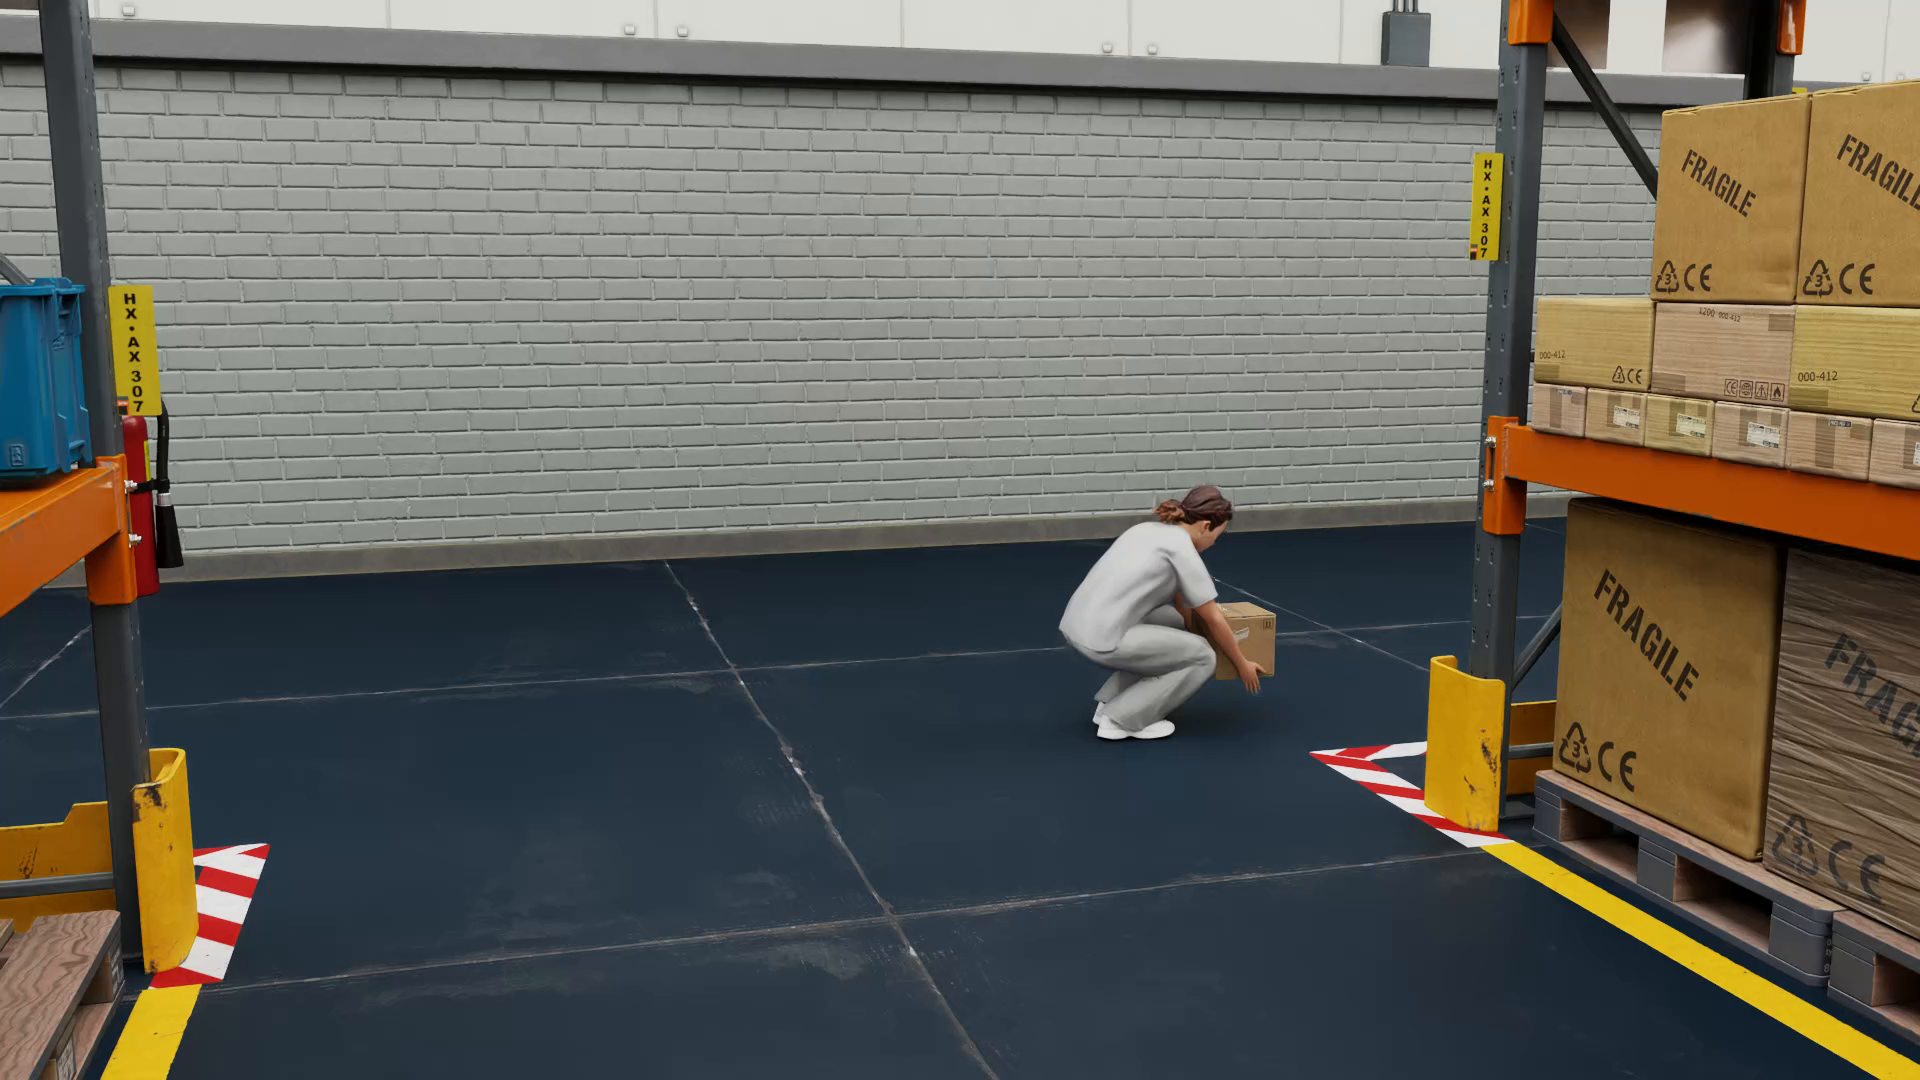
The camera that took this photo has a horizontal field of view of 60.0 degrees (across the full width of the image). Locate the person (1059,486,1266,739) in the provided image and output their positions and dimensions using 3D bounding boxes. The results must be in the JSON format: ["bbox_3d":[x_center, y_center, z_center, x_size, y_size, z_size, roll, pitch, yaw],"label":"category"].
[{"bbox_3d":[0.781,0.273,6.493,0.803,0.949,0.469,-3,10,-17],"label":"person"}]
